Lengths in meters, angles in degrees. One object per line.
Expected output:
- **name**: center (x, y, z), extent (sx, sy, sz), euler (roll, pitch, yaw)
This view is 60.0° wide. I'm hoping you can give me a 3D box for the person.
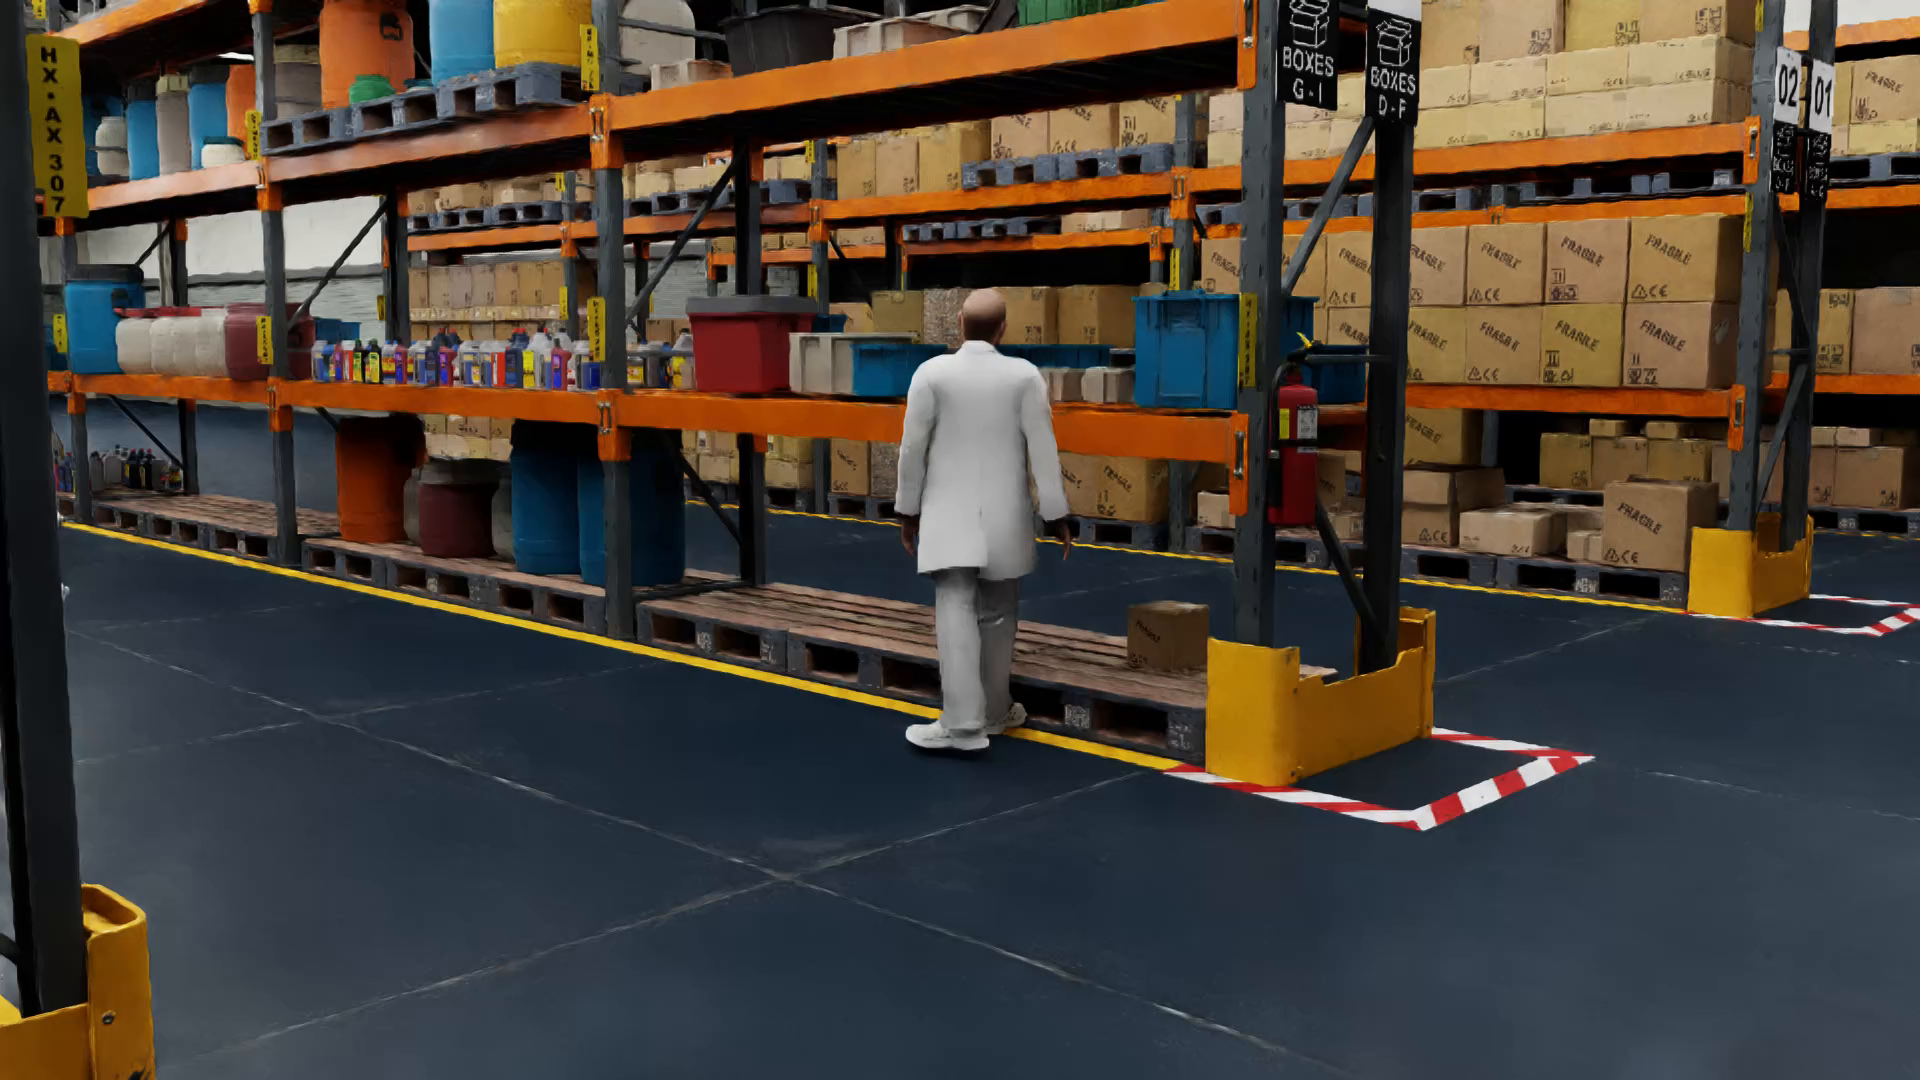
- **person**: center (0.087, -0.090, 6.504), extent (0.685, 1.772, 0.705), euler (-1, 7, -5)
